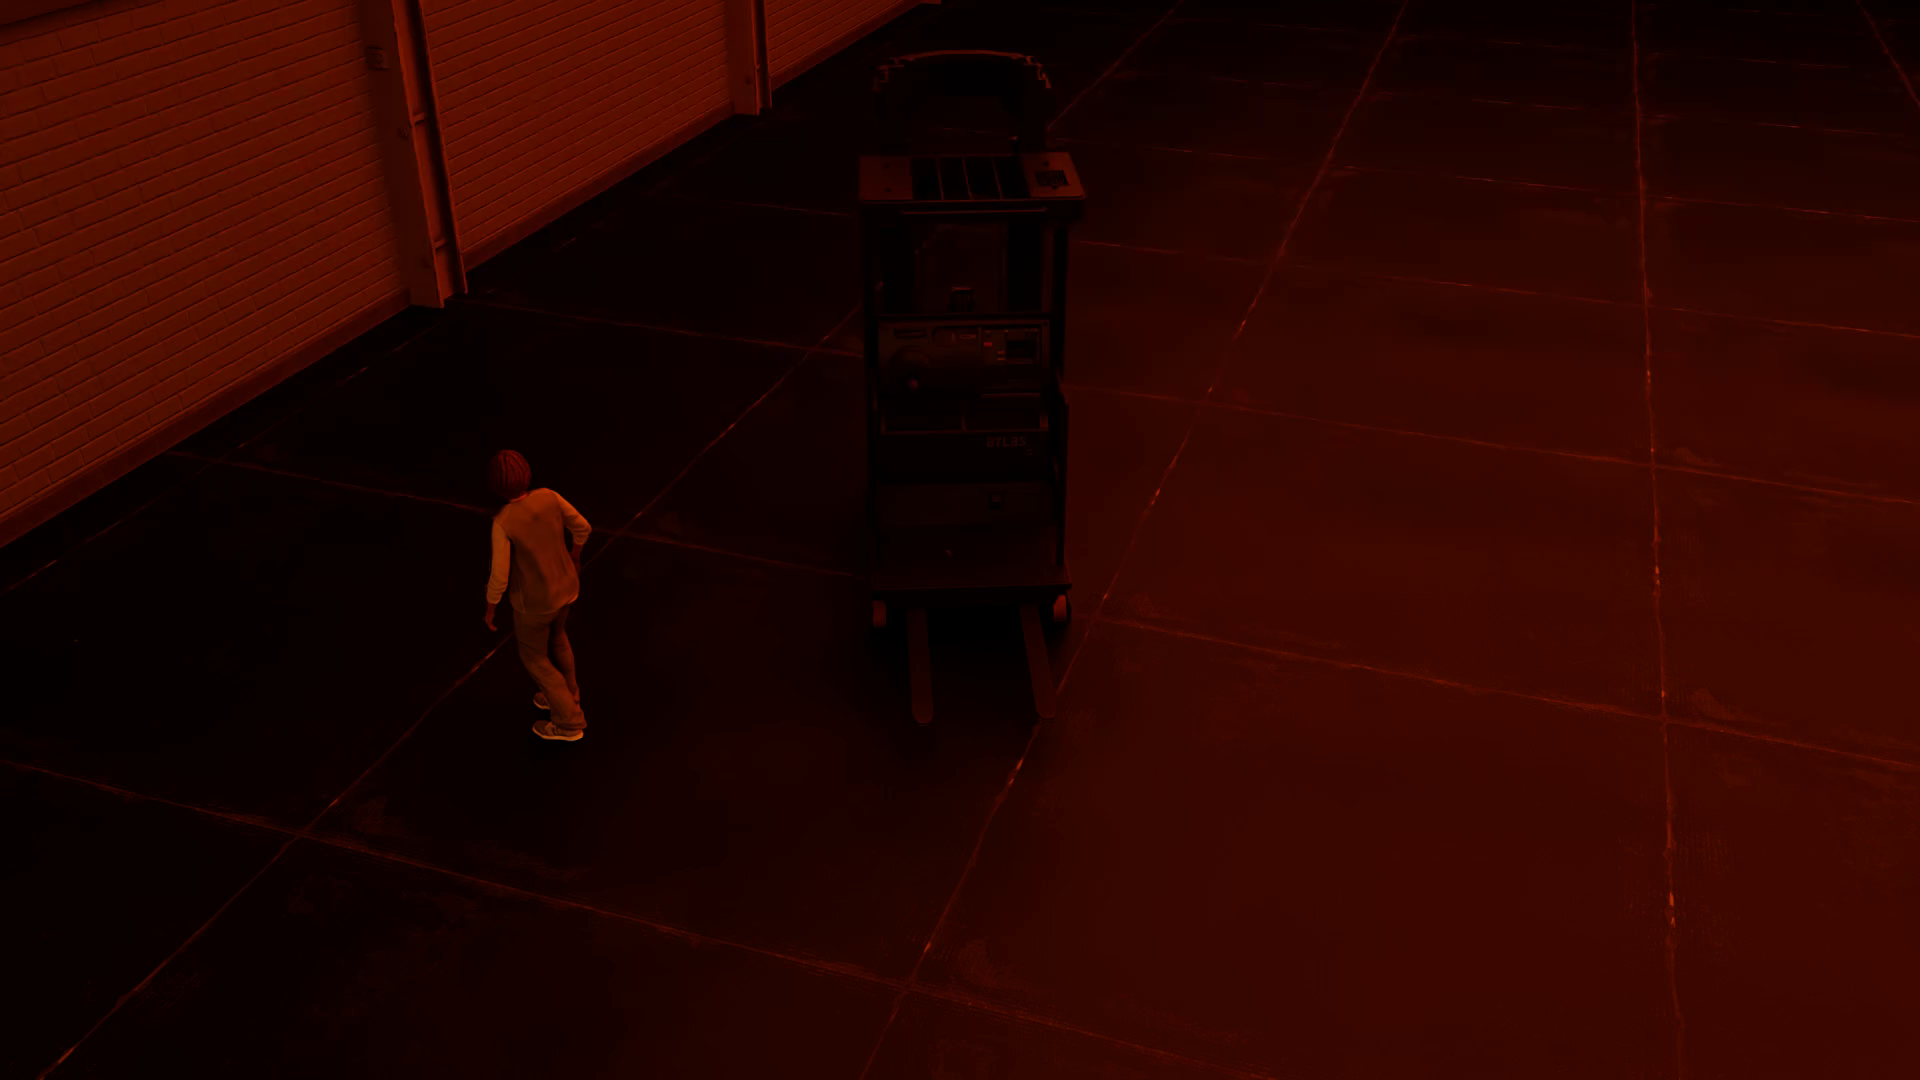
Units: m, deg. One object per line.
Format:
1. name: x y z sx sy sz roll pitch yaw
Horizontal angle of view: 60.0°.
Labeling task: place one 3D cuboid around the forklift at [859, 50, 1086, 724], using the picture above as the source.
1. forklift: 0.037 -0.948 8.799 1.130 2.935 3.031 -2 30 -3

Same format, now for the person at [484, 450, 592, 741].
1. person: -2.069 0.266 8.040 0.457 1.581 0.621 16 33 26
